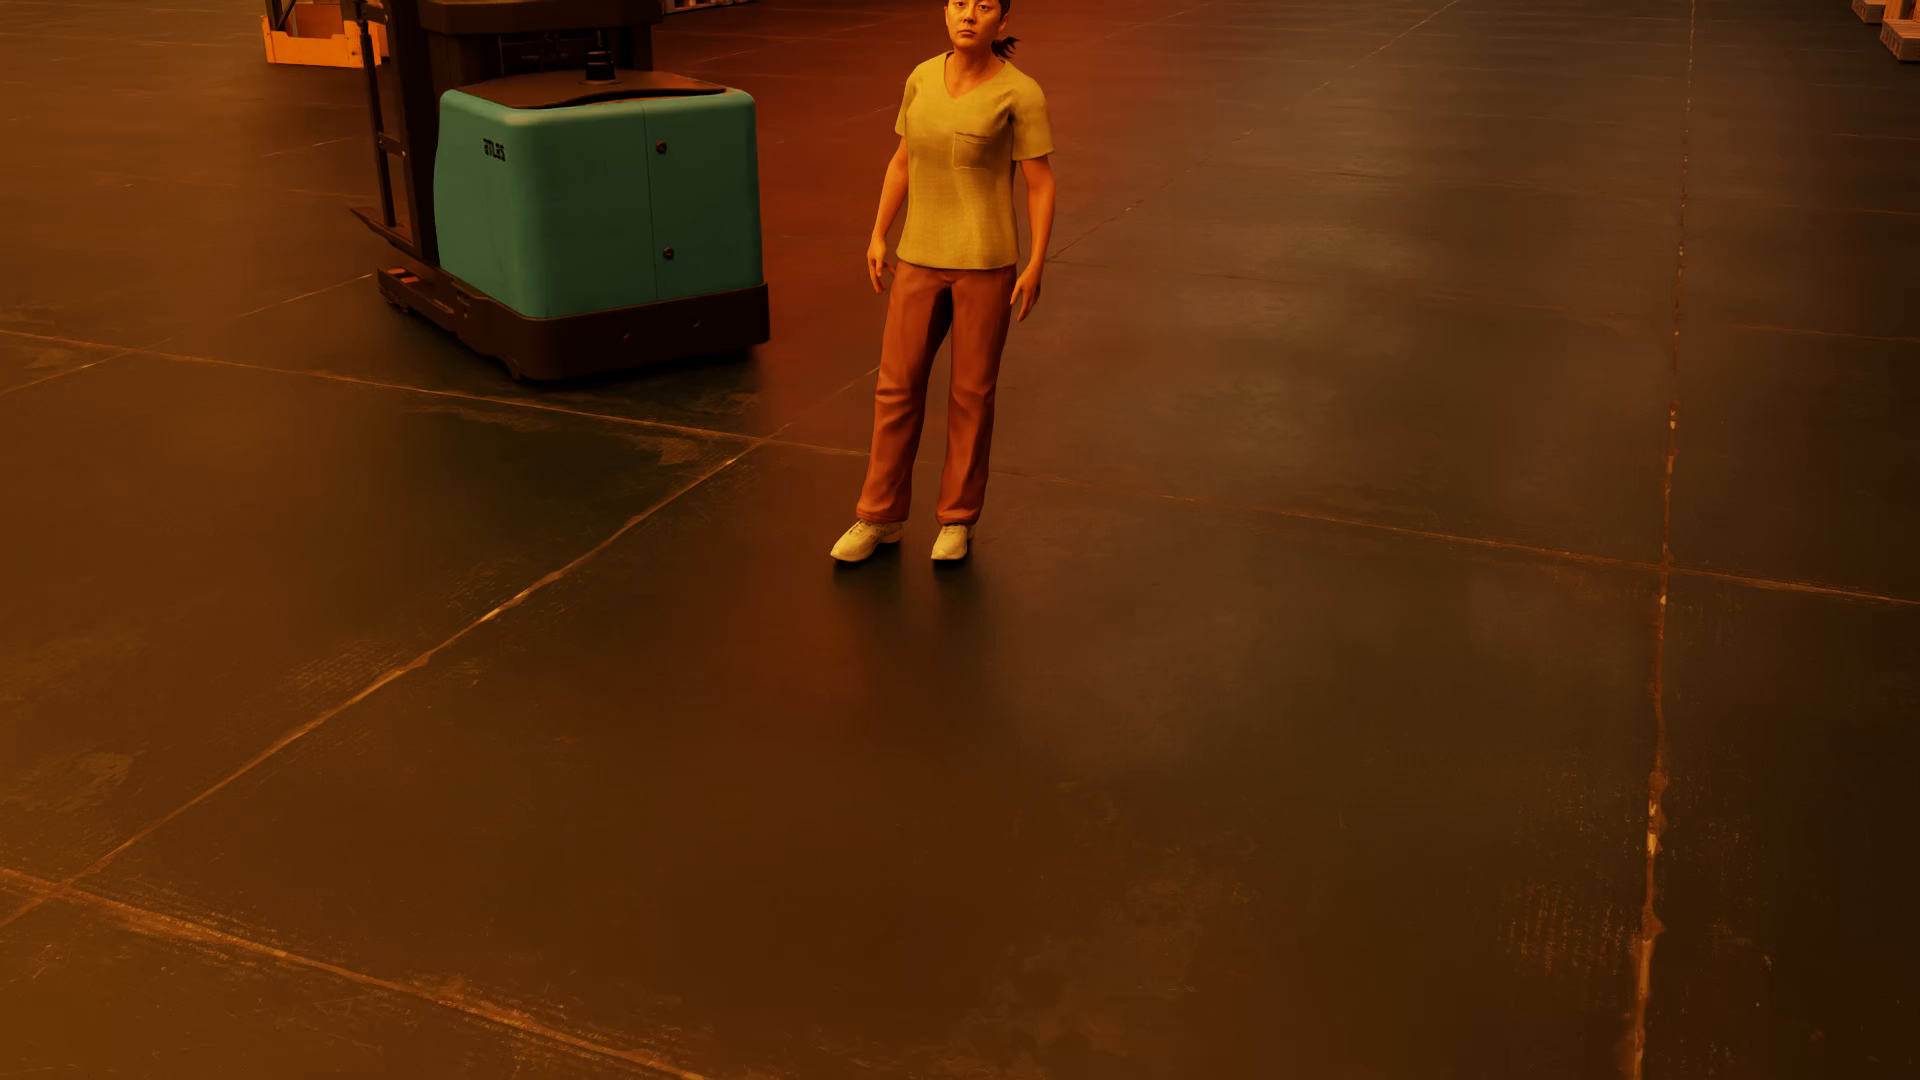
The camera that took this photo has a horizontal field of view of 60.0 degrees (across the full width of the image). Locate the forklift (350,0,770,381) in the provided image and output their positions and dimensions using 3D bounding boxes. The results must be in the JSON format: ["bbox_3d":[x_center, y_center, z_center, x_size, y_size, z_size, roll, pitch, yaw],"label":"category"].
[{"bbox_3d":[-2.039,-2.475,7.215,1.130,2.935,3.031,-15,27,-32],"label":"forklift"}]

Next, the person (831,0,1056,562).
[{"bbox_3d":[-0.039,-0.755,4.708,0.553,1.673,0.548,9,24,21],"label":"person"}]
